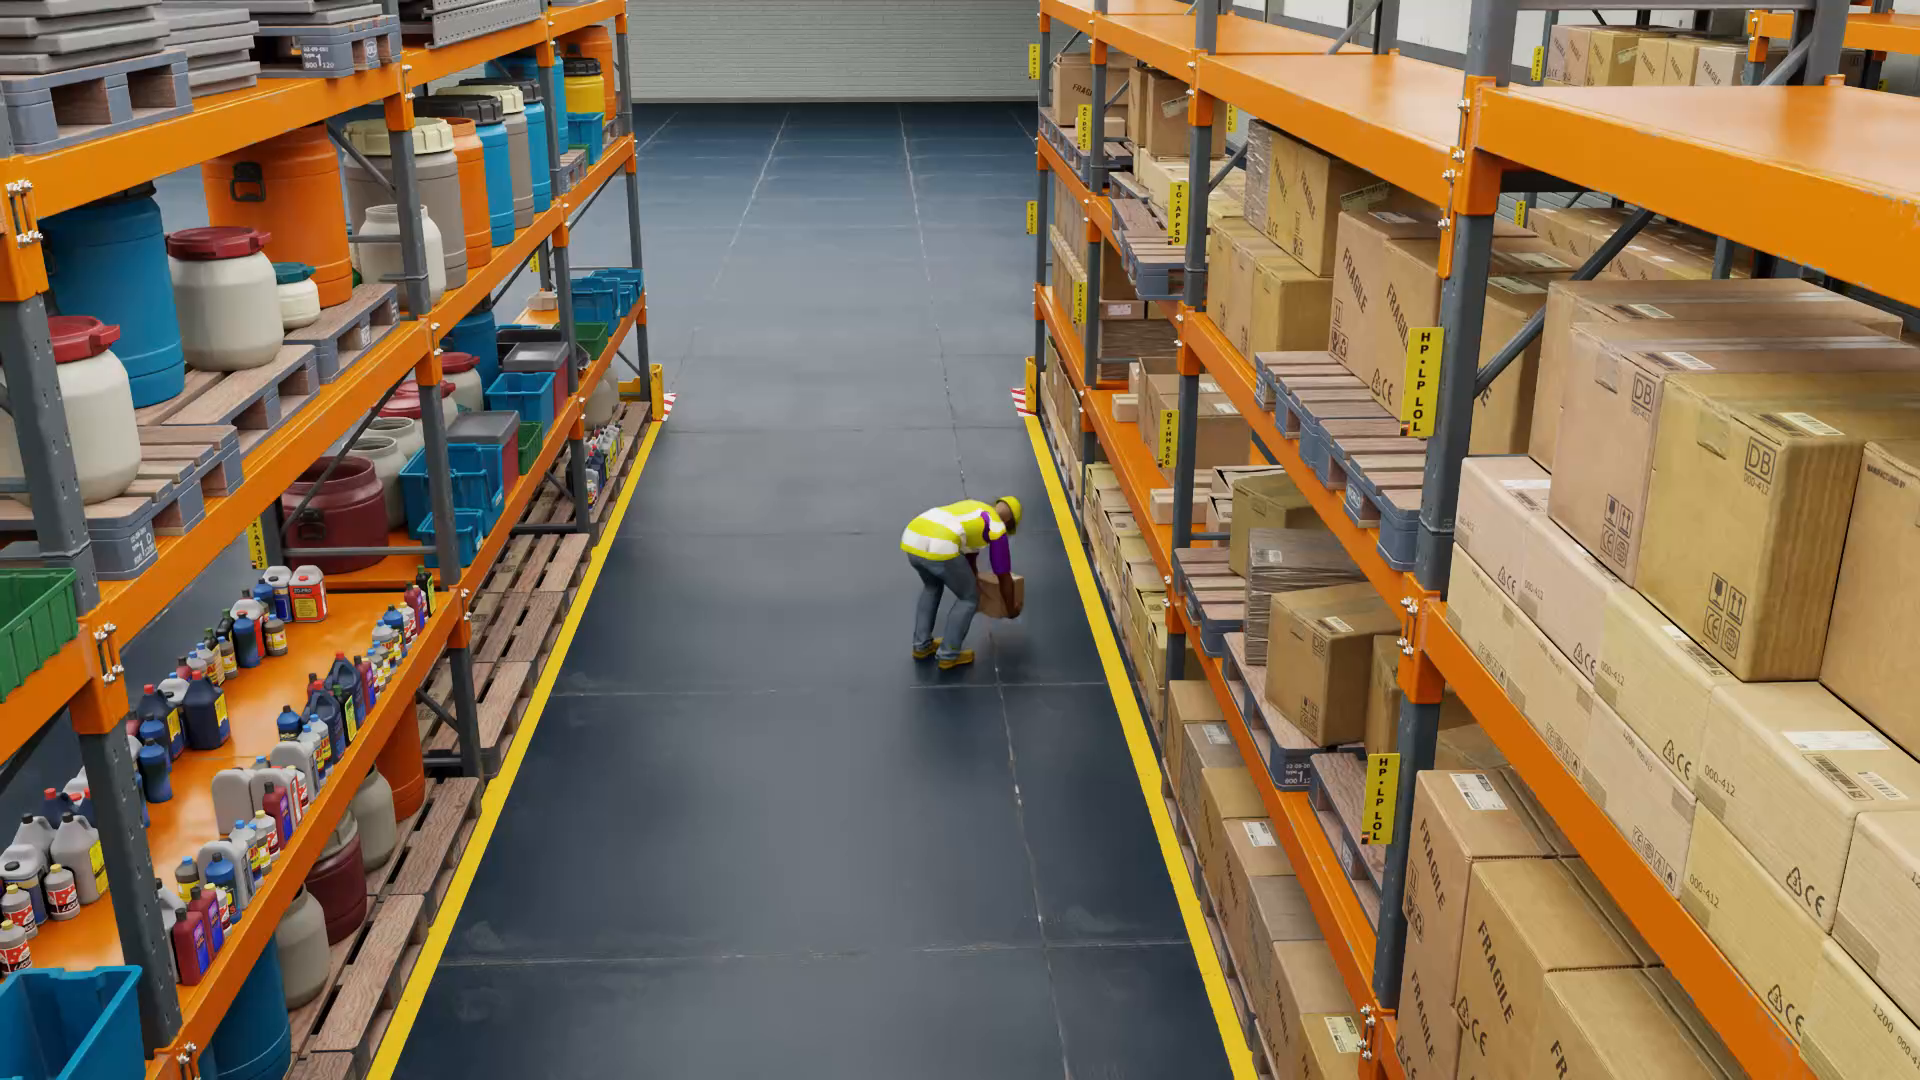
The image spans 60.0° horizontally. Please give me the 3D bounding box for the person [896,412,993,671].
[{"bbox_3d":[-0.090,-0.034,11.143,0.587,1.760,0.503,-19,27,-41],"label":"person"}]
